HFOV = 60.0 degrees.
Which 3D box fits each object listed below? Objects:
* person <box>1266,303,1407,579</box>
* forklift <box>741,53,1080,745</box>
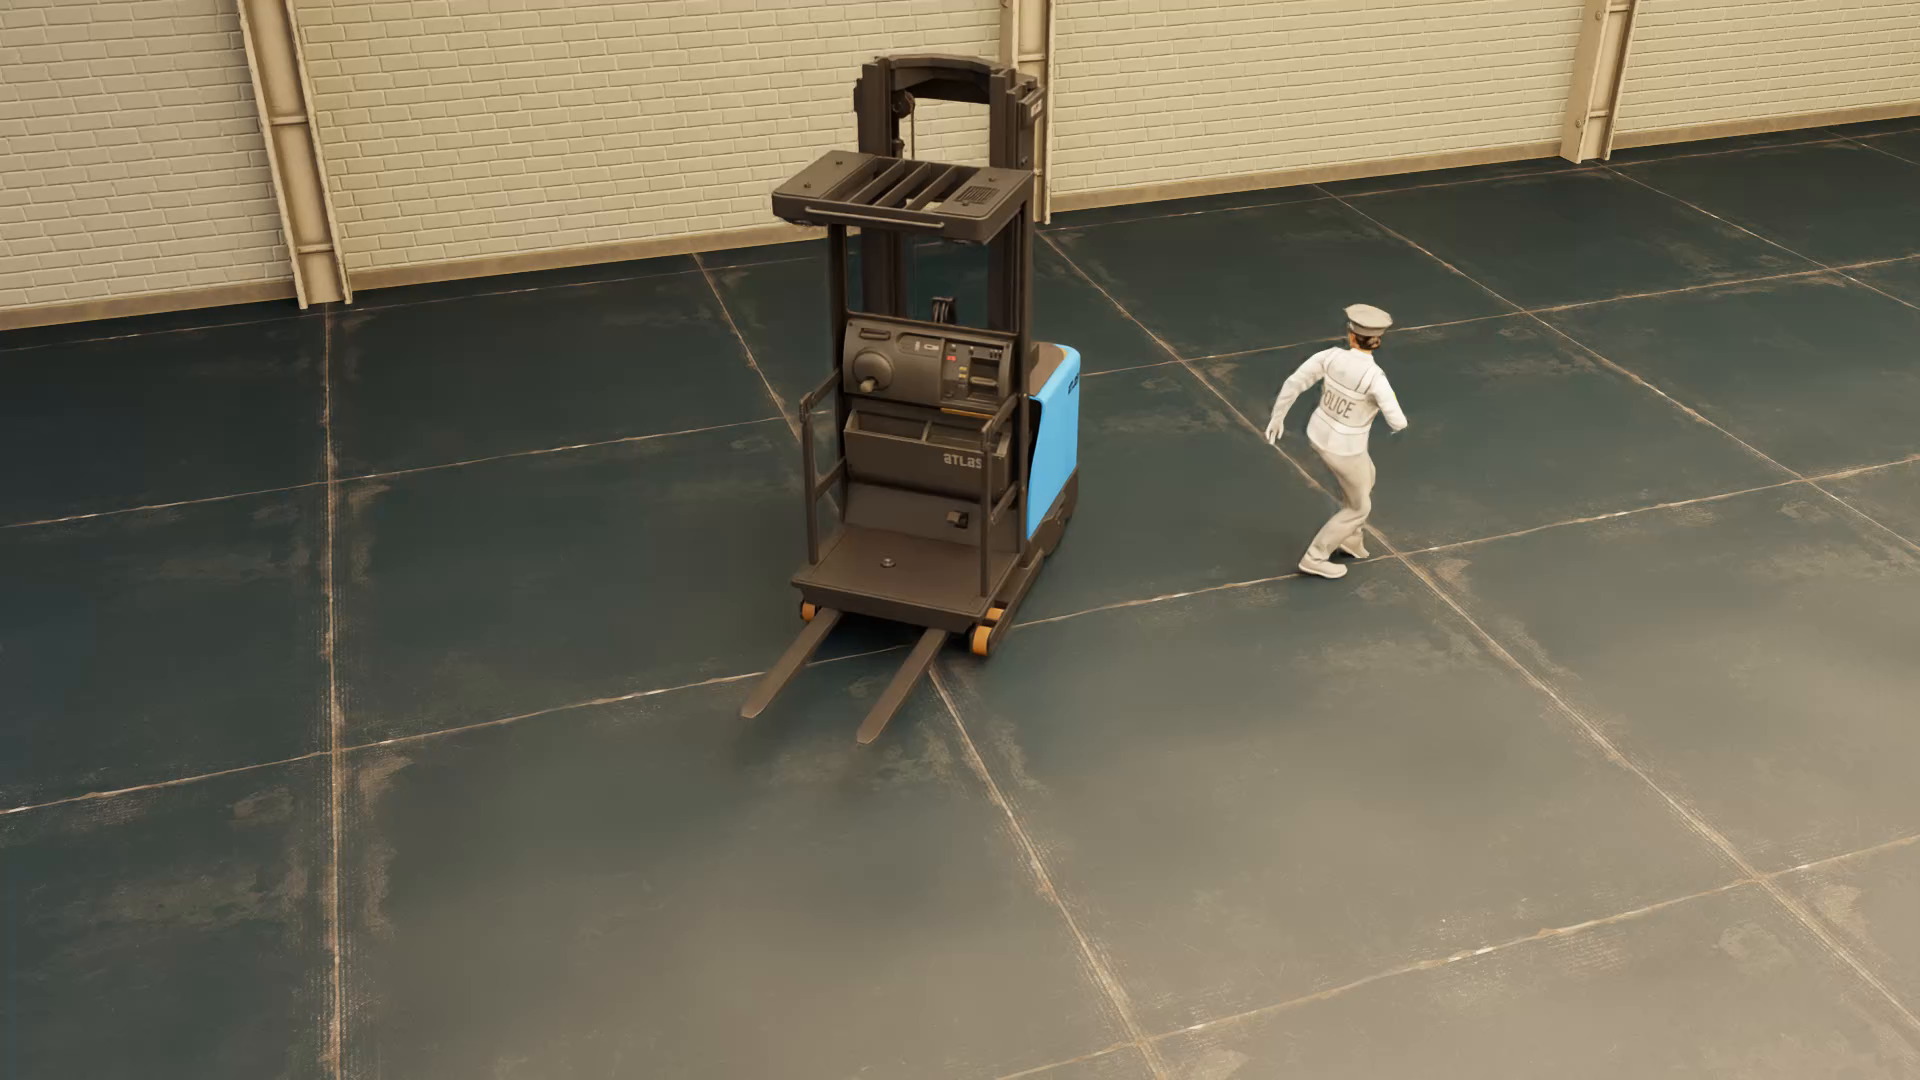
[{"bbox_3d":[2.158,-0.517,9.377,0.734,1.664,0.577,-10,31,-17],"label":"person"},{"bbox_3d":[-0.245,-0.875,8.608,1.130,2.935,3.031,10,31,17],"label":"forklift"}]
